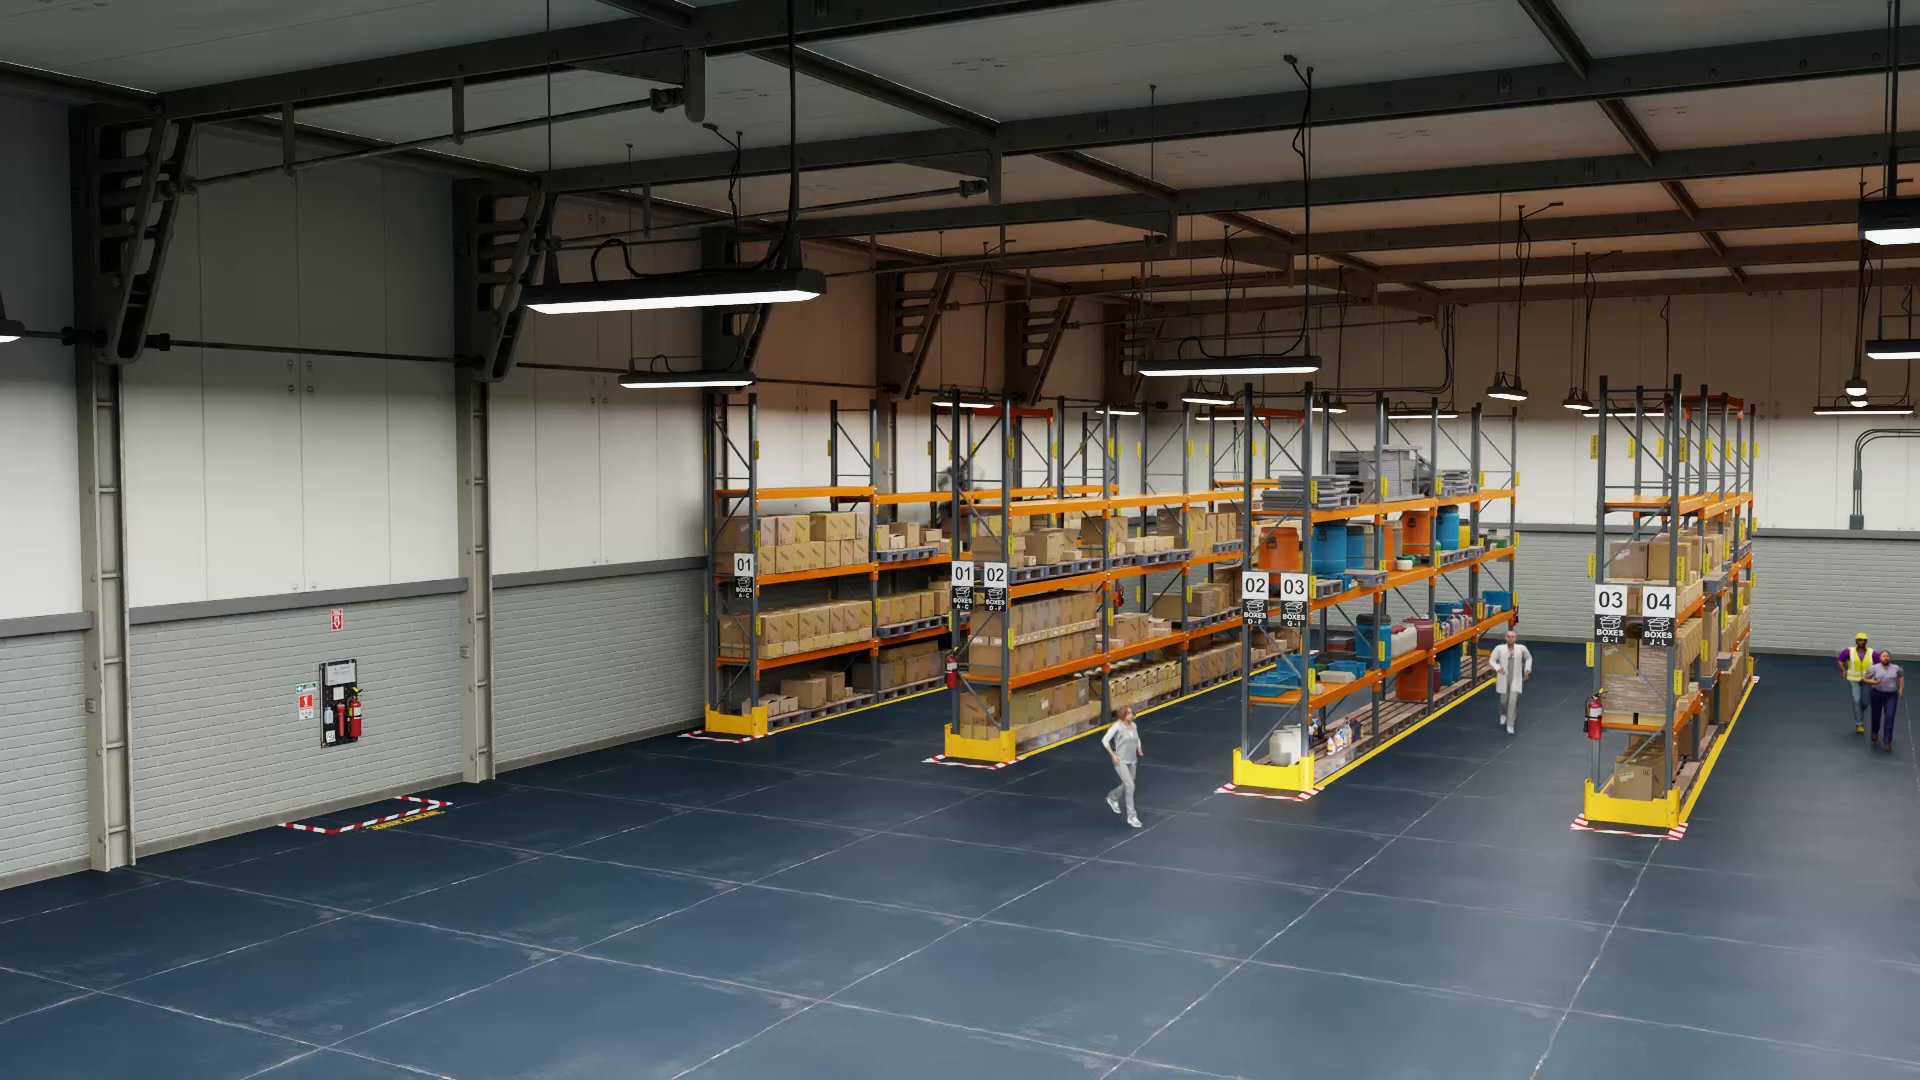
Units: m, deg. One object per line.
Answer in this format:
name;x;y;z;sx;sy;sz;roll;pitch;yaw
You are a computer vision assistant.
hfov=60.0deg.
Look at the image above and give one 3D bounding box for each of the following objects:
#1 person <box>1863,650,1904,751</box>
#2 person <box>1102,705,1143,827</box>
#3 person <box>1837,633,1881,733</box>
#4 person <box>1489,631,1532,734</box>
person;15.486;2.659;27.888;0.637;1.626;0.907;1;3;22
person;2.189;3.005;22.343;0.558;1.600;0.763;-2;4;-37
person;16.086;2.530;29.734;0.700;1.762;0.881;1;3;20
person;9.844;2.535;29.746;0.736;1.744;0.898;1;3;19
